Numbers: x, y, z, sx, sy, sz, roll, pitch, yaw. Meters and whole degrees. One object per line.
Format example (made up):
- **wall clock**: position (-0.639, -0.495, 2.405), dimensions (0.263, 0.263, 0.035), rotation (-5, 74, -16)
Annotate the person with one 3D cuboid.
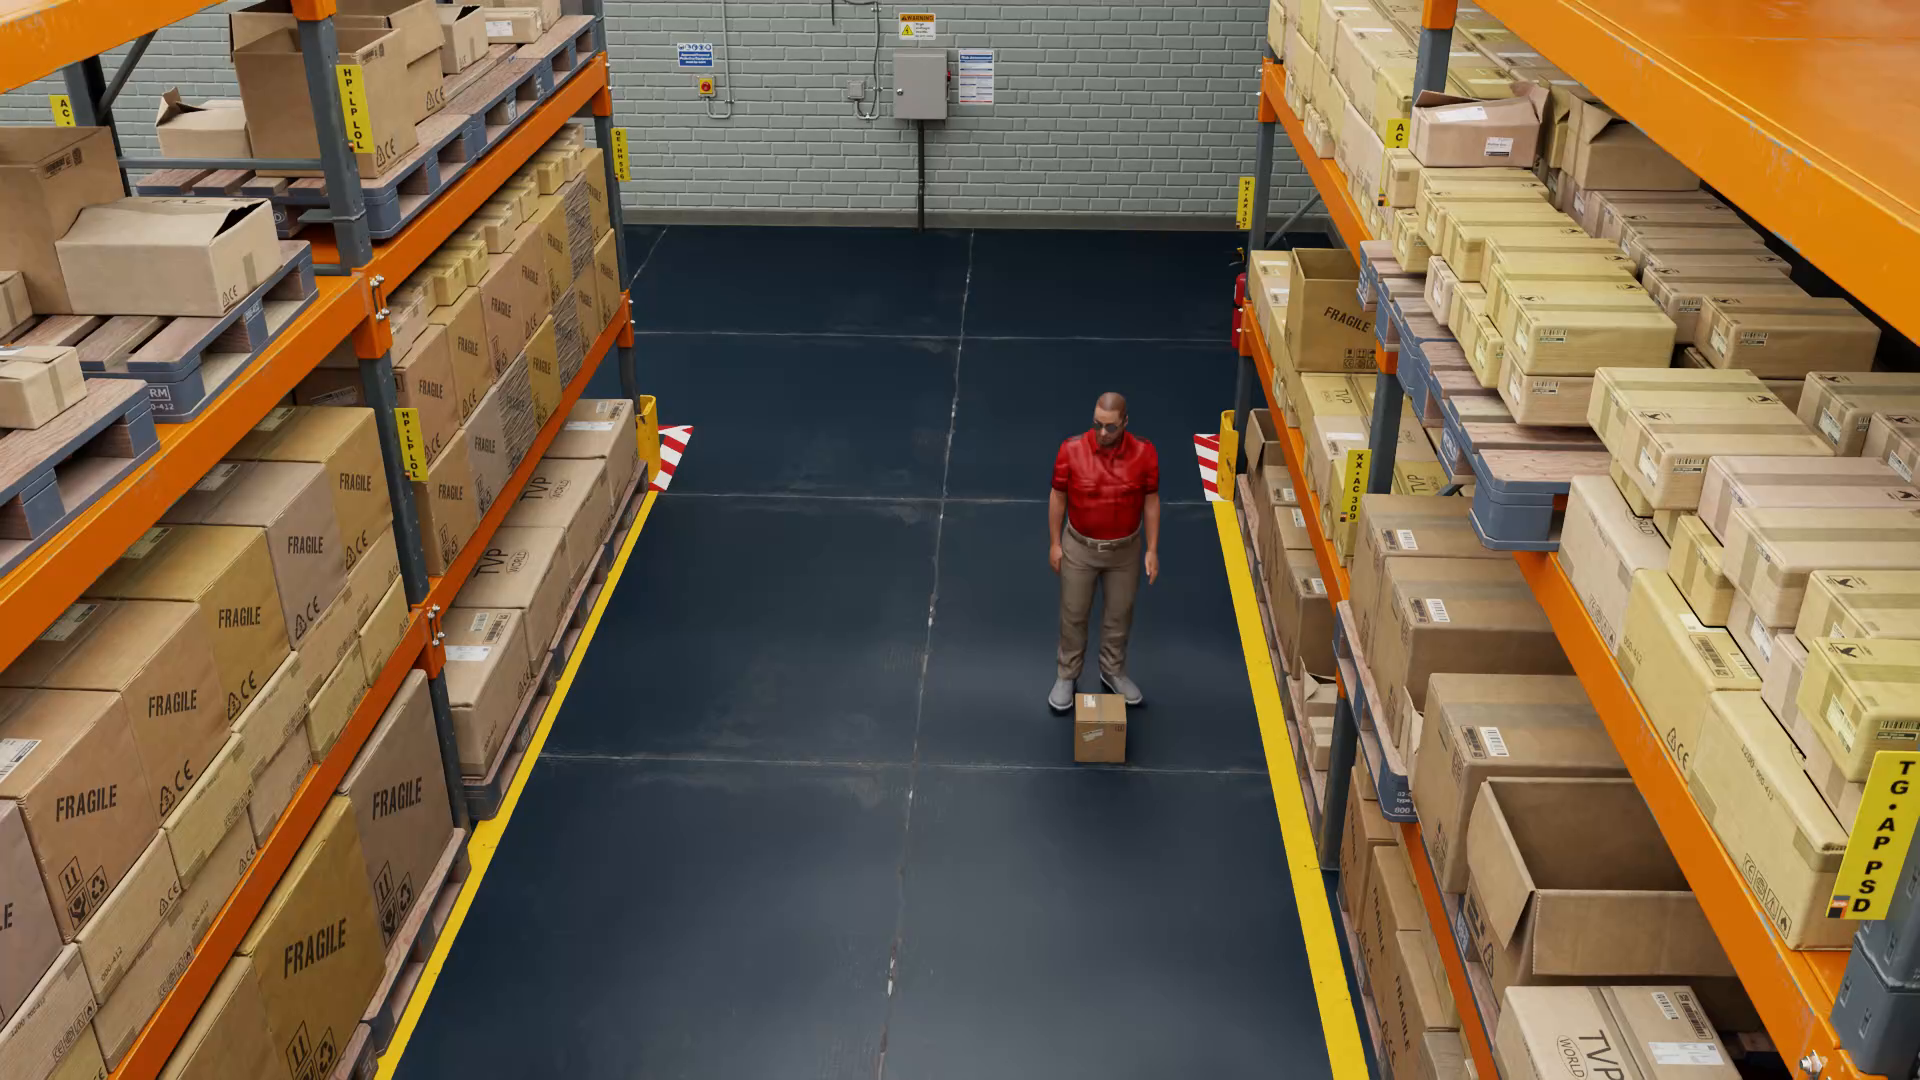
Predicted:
- **person**: position (0.737, 0.054, 8.501), dimensions (0.559, 1.731, 0.364), rotation (-2, 28, -4)
